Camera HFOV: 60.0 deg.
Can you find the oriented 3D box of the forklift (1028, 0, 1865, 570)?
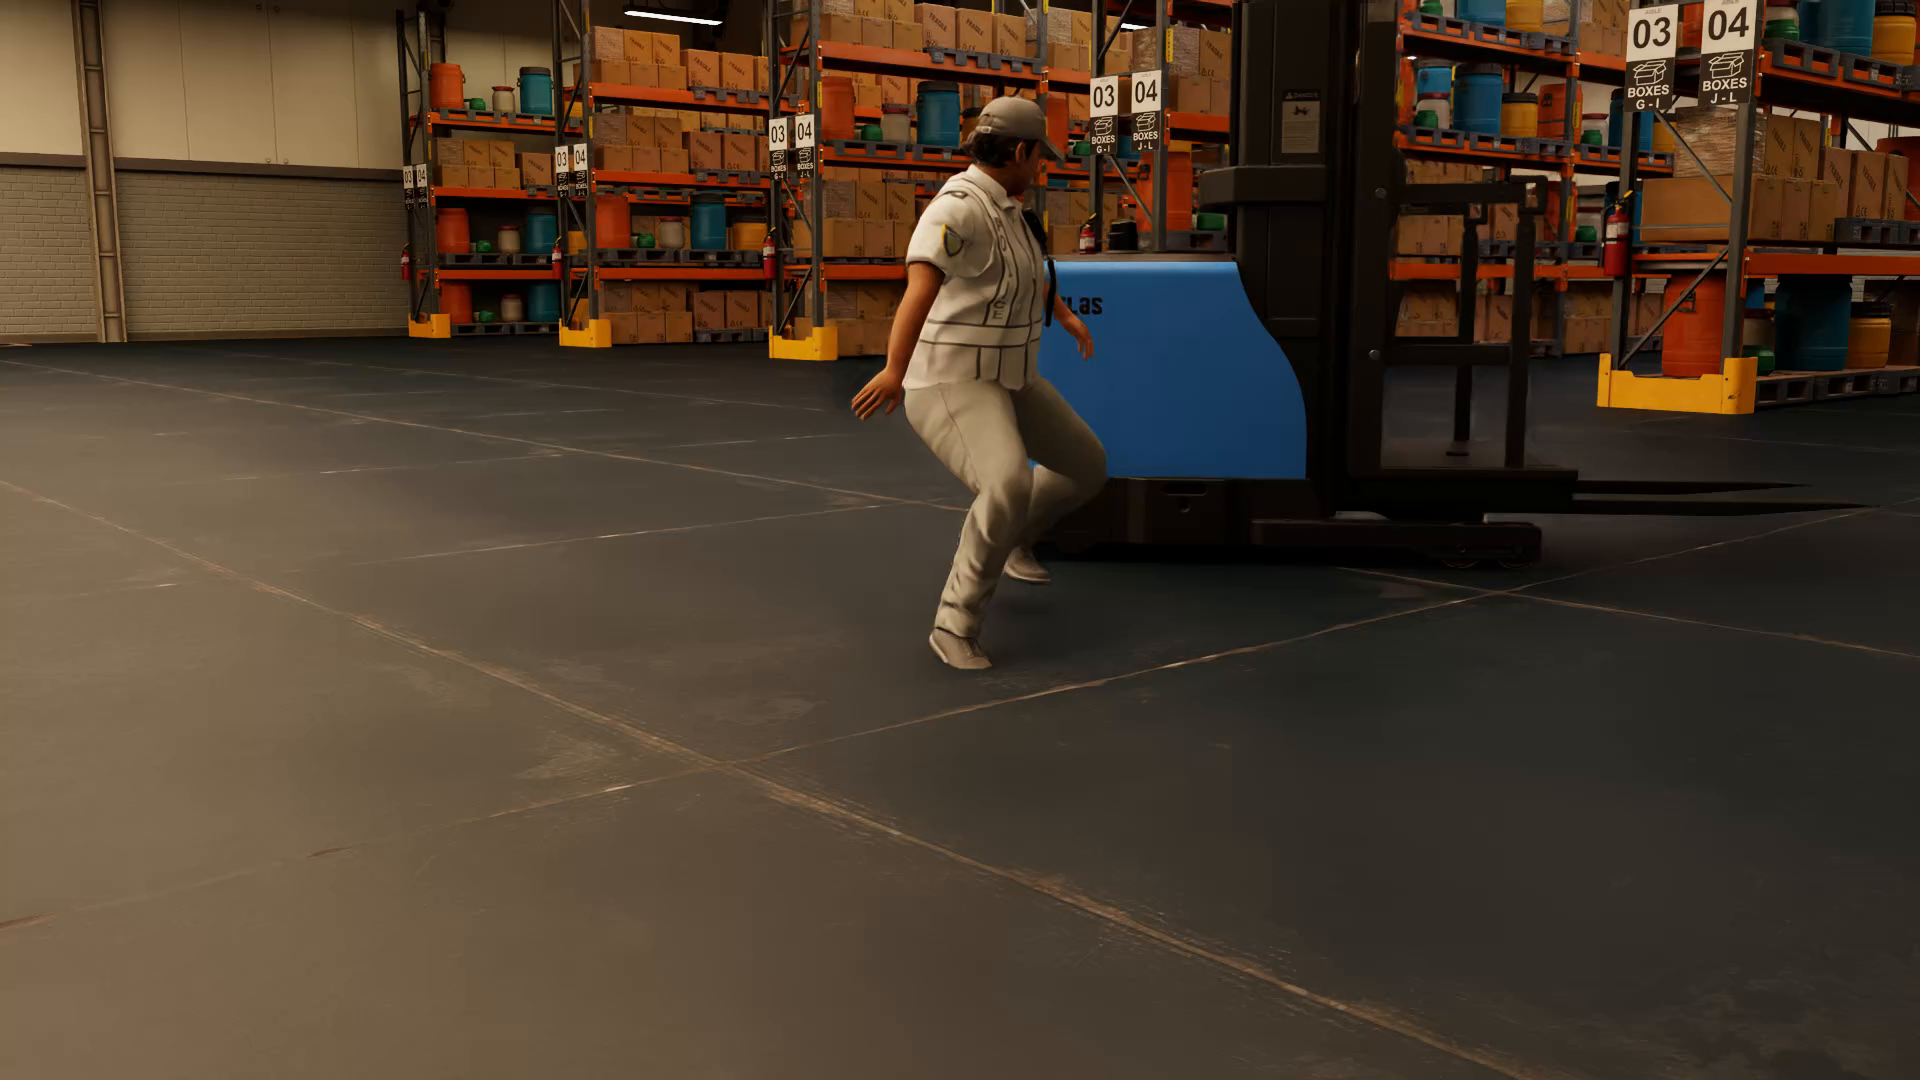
[{"bbox_3d":[1.733,-1.427,6.178,3.031,2.935,1.130,1,9,6],"label":"forklift"}]

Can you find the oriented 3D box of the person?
[{"bbox_3d":[0.068,-0.435,4.639,0.502,1.565,1.102,4,10,26],"label":"person"}]
